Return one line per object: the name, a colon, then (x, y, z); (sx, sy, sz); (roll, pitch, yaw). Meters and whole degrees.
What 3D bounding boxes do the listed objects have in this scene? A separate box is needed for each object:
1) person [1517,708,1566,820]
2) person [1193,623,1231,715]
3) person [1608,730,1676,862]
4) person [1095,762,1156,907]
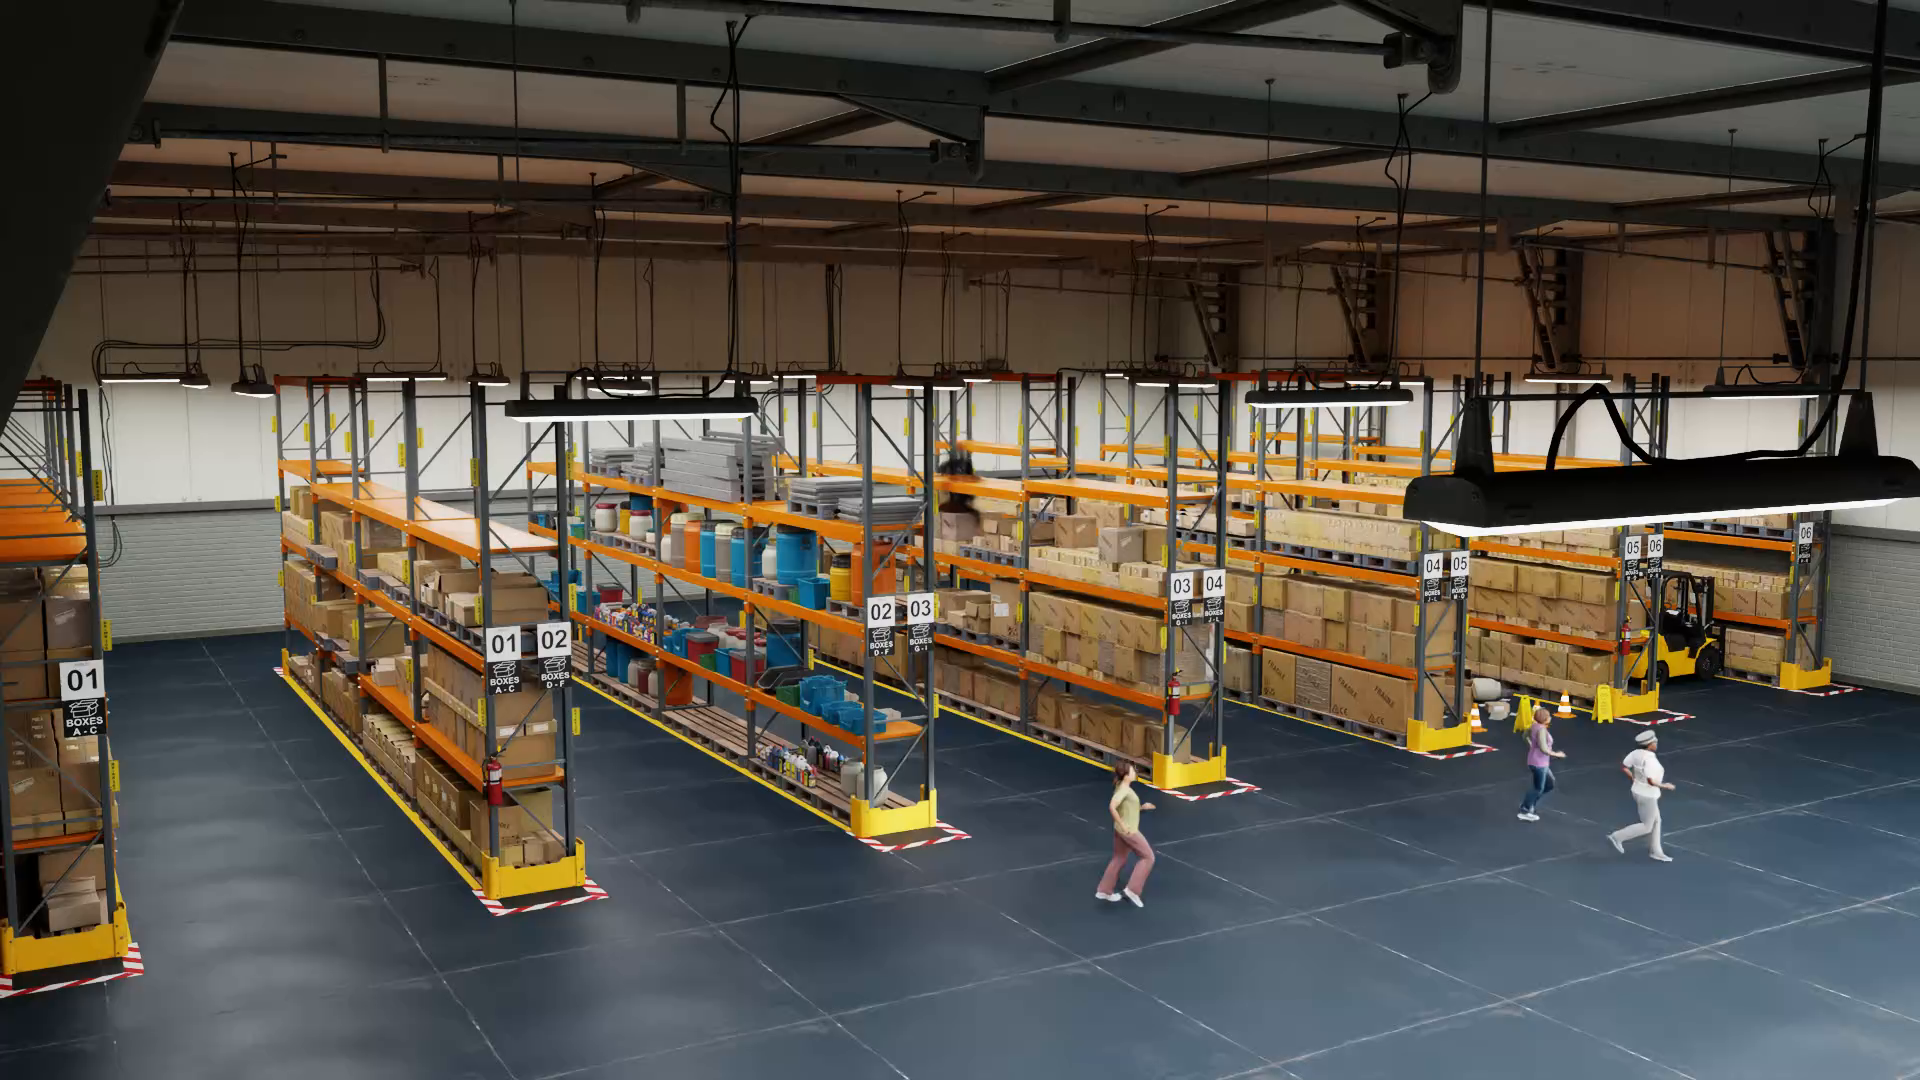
person: (7.946, 3.070, 22.719); (0.605, 1.540, 0.572); (1, 6, 11)
person: (4.292, 2.081, 28.558); (0.642, 1.815, 0.735); (-5, 8, -40)
person: (8.572, 3.223, 20.897); (0.859, 1.700, 0.579); (0, 6, -1)
person: (1.921, 3.402, 19.225); (0.701, 1.698, 0.548); (-1, 6, -10)
